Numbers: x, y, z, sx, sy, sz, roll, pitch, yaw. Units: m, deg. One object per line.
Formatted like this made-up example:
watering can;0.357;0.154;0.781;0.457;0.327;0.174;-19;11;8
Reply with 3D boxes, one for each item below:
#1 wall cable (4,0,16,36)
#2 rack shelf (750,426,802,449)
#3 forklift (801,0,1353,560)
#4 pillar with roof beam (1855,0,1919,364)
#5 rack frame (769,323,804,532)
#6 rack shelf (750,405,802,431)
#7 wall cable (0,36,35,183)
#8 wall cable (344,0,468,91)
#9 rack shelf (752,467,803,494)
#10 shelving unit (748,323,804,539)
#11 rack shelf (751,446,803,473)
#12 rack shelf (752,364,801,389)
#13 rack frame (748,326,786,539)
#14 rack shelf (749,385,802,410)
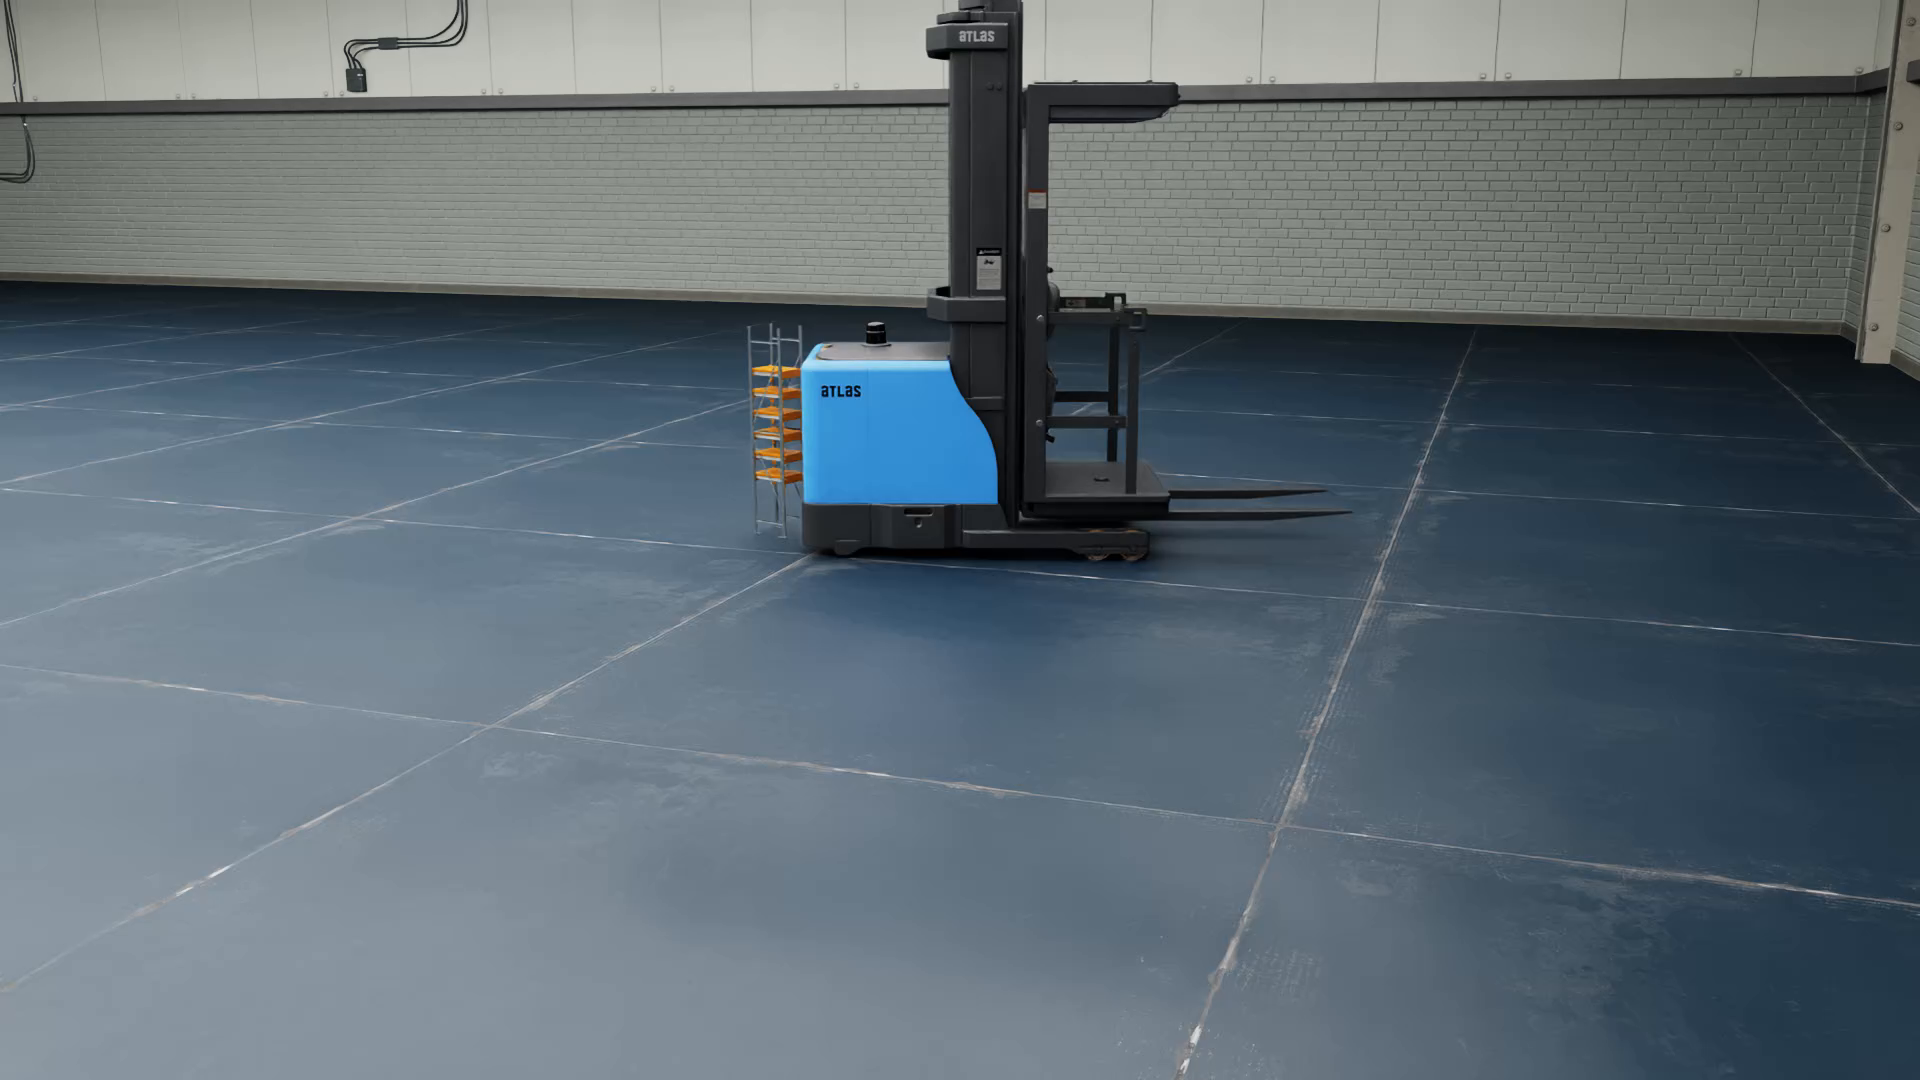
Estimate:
wall cable;-15.186;-9.862;28.101;3.097;2.526;0.112;4;14;18
rack shelf;-1.044;-0.581;9.531;0.258;0.103;0.180;9;16;34
forklift;0.648;-1.437;9.197;3.031;2.935;1.130;0;13;-1
pillar with roof beam;5.782;-6.625;18.292;9.100;9.000;0.400;4;14;18
rack frame;-0.991;-0.641;9.594;0.240;1.200;0.006;9;16;34
rack shelf;-1.044;-0.697;9.504;0.258;0.103;0.180;9;16;34
wall cable;-17.746;-7.594;29.516;3.097;2.526;0.112;4;14;18
wall cable;-8.768;-10.079;25.783;2.305;6.003;0.169;4;14;18
rack shelf;-1.043;-0.347;9.586;0.258;0.103;0.180;9;16;34
shelving unit;-1.044;-0.624;9.521;0.258;1.200;0.189;9;16;34
rack shelf;-1.043;-0.464;9.559;0.258;0.103;0.180;9;16;34
rack shelf;-1.045;-0.931;9.449;0.258;0.103;0.180;9;16;34
rack frame;-1.097;-0.607;9.448;0.240;1.200;0.006;9;16;34
rack shelf;-1.044;-0.814;9.476;0.258;0.103;0.180;9;16;34
